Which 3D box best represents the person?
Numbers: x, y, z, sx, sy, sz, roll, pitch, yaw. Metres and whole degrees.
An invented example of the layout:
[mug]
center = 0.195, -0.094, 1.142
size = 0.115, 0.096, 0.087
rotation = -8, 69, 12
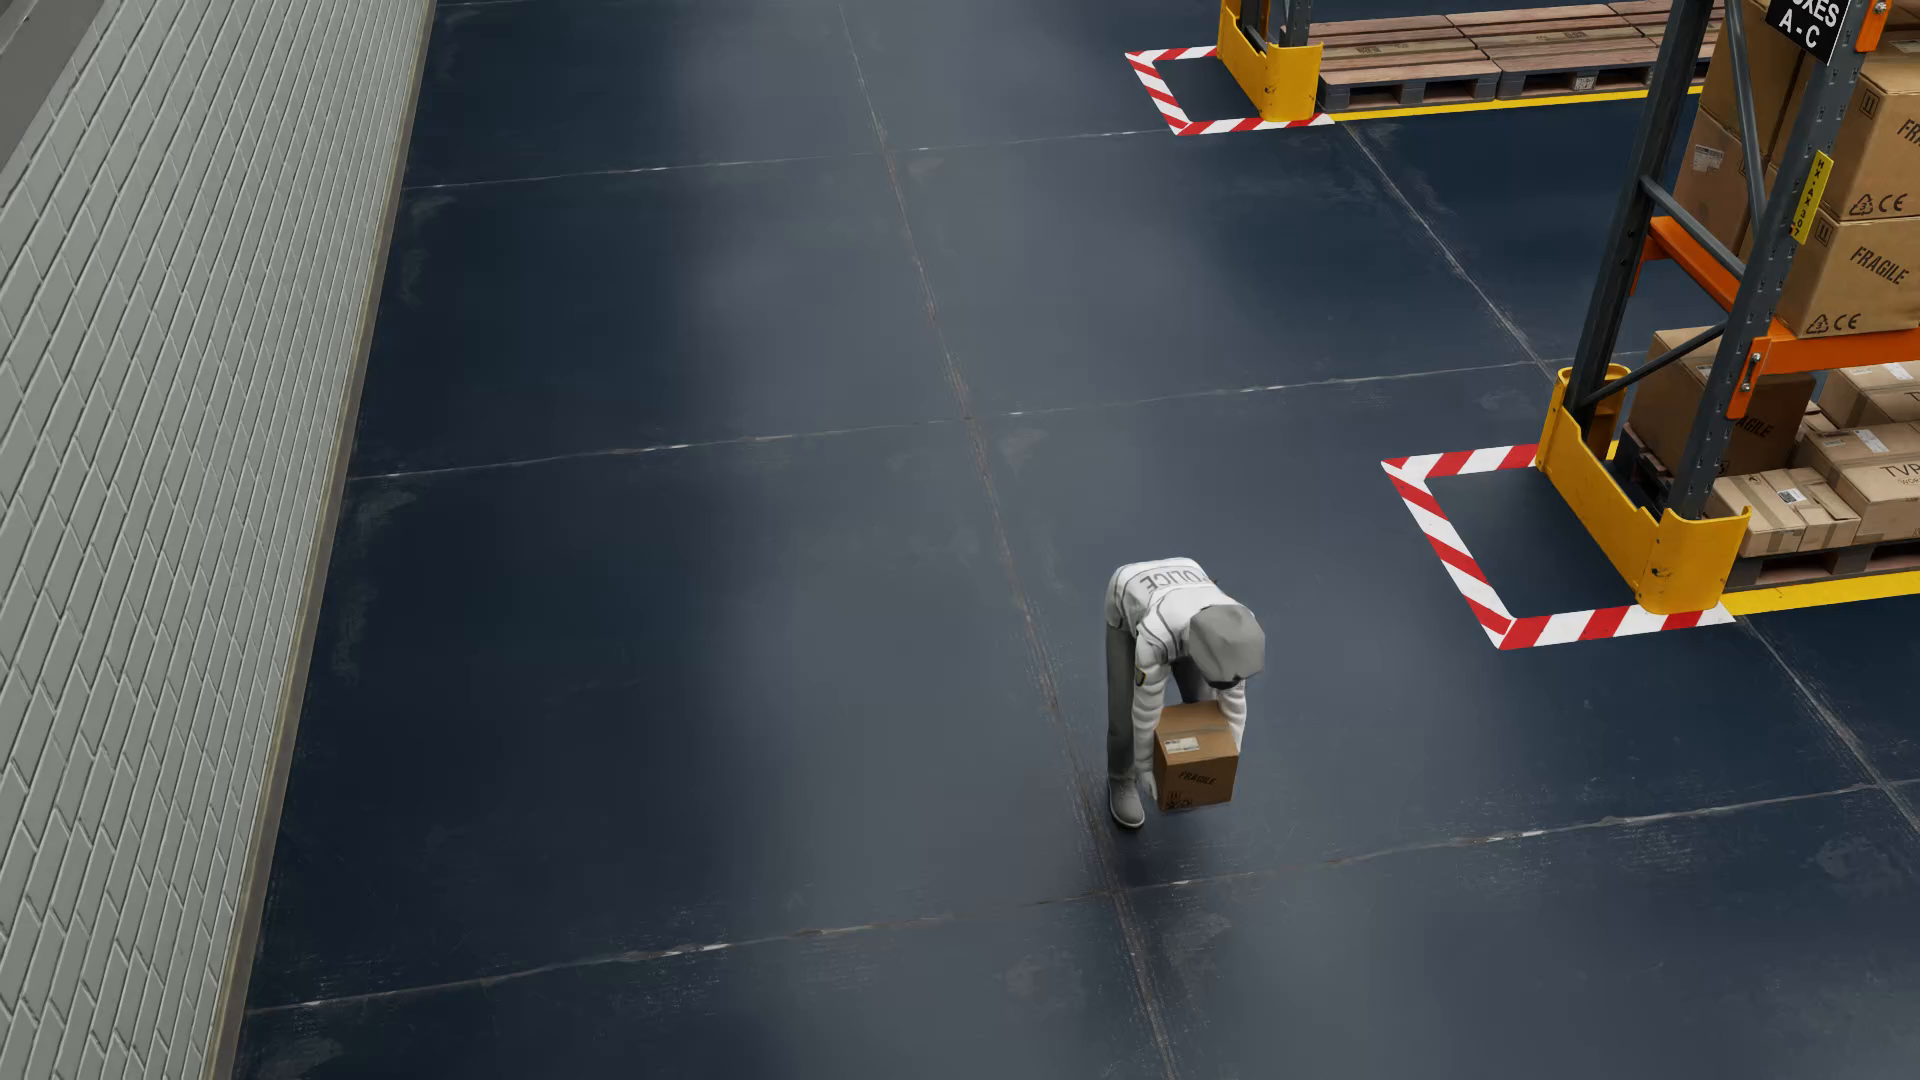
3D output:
[person]
center = 0.757, 0.560, 5.756
size = 0.411, 1.295, 0.879
rotation = -8, 40, -9
